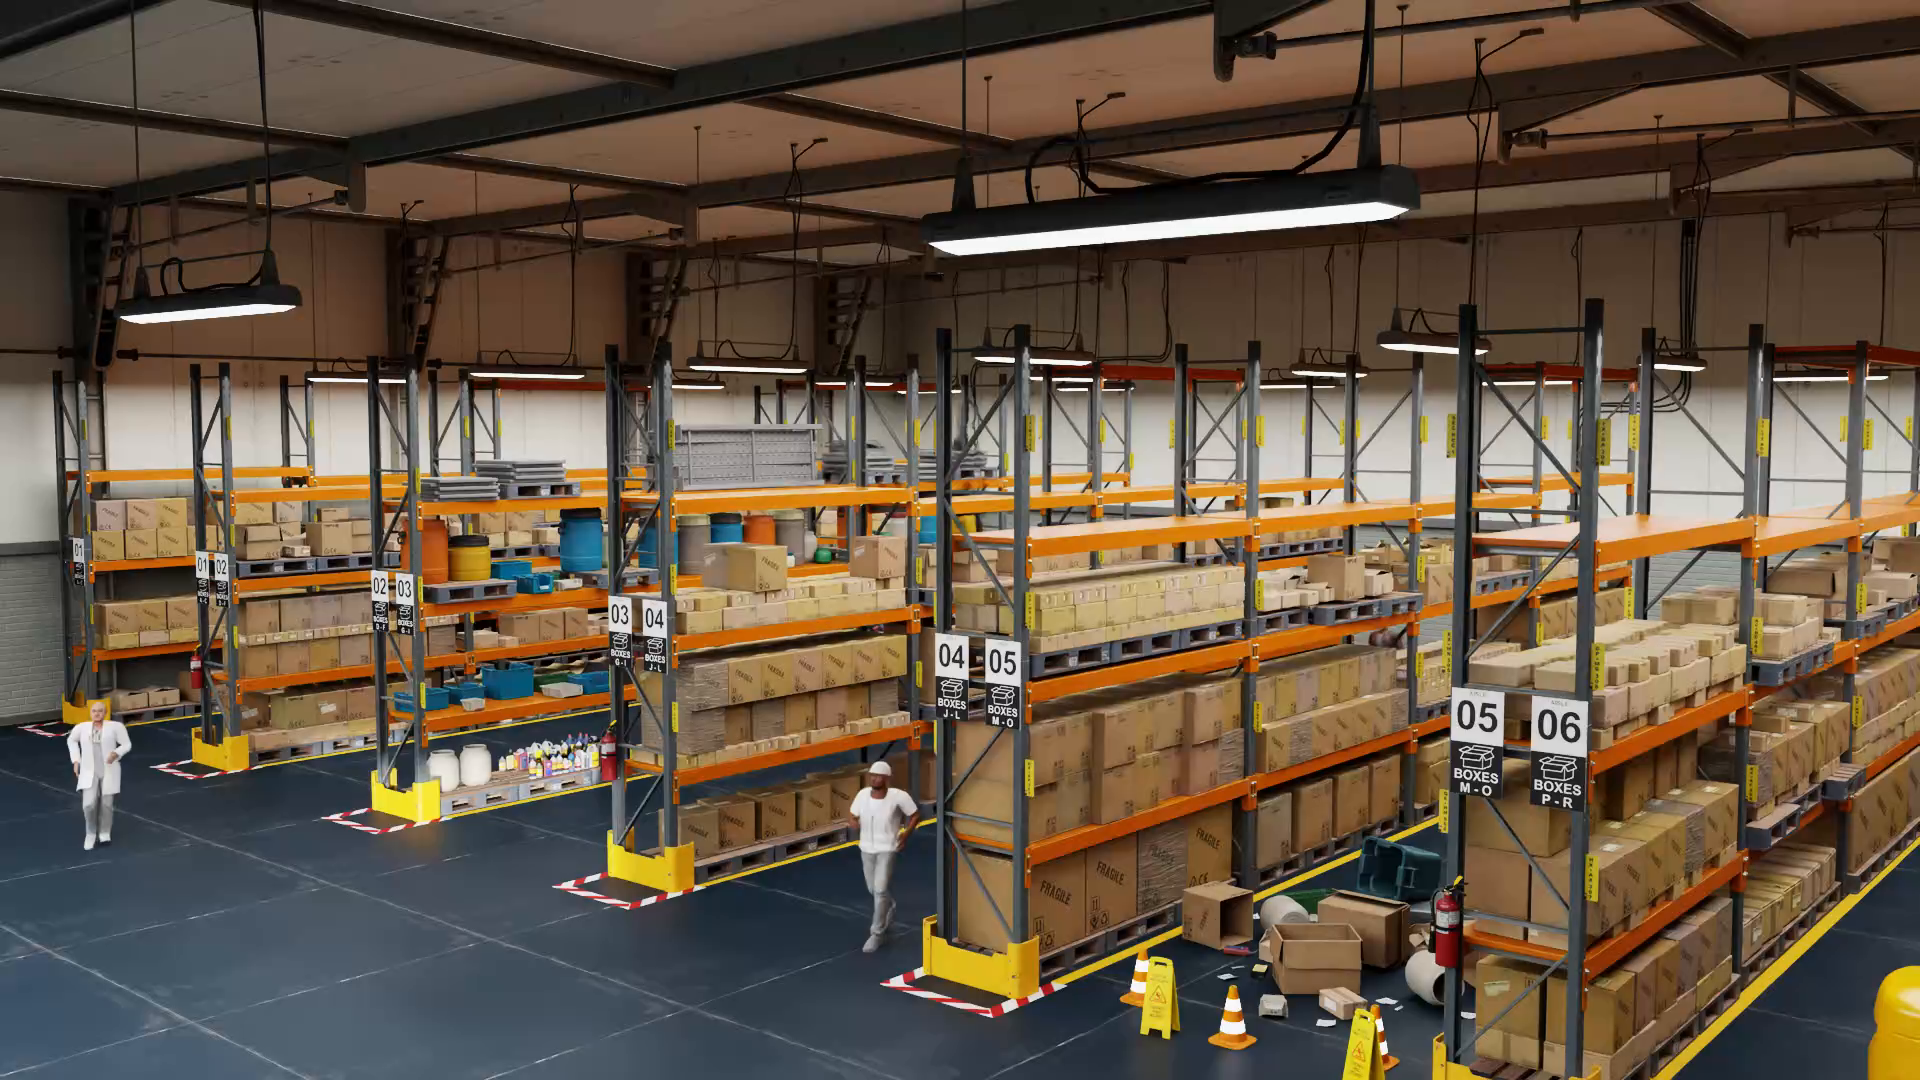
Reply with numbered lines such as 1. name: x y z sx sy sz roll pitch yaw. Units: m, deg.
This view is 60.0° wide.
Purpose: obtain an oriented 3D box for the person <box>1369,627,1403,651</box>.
1. person: 7.272 2.233 28.553 0.706 1.858 0.805 3 5 35

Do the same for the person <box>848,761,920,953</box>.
1. person: -0.809 3.087 16.478 0.694 1.806 0.842 2 5 27

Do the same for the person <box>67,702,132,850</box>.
1. person: -10.378 2.890 20.074 0.701 1.700 0.746 -2 5 -25
